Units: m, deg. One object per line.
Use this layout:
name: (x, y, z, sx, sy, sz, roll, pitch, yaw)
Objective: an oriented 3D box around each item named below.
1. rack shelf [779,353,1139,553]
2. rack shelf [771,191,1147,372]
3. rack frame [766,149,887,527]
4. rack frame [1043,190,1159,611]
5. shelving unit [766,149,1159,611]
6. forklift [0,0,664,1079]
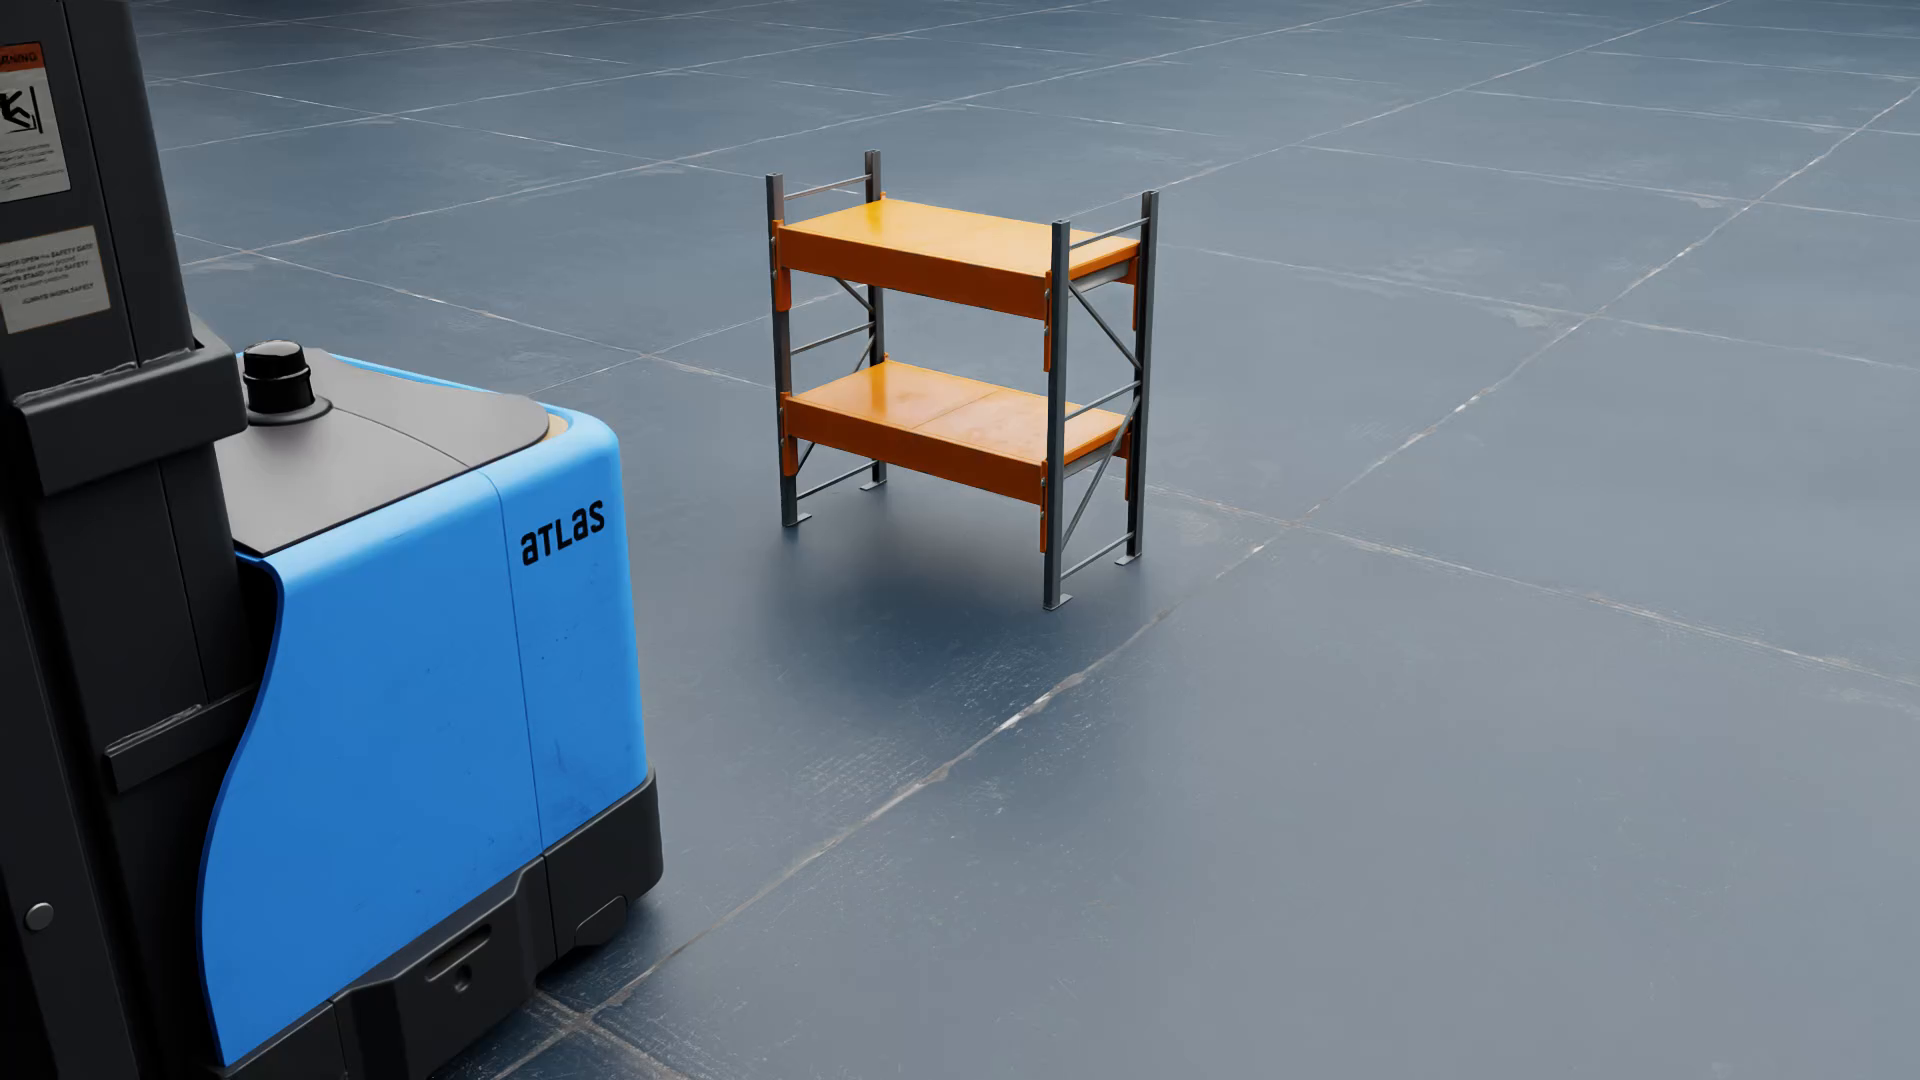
rack shelf: (-0.005, -0.293, 5.125, 1.000, 0.278, 0.538, 17, 29, 33)
rack shelf: (-0.005, -0.784, 4.909, 1.000, 0.278, 0.538, 17, 29, 33)
rack frame: (-0.412, -0.639, 5.306, 0.032, 1.125, 0.500, 17, 29, 33)
rack frame: (0.401, -0.393, 4.748, 0.032, 1.125, 0.500, 17, 29, 33)
shelving unit: (-0.005, -0.516, 5.027, 1.048, 1.125, 0.538, 17, 29, 33)
forklift: (-1.822, -0.181, 2.026, 1.130, 2.935, 3.031, 14, 27, 29)
